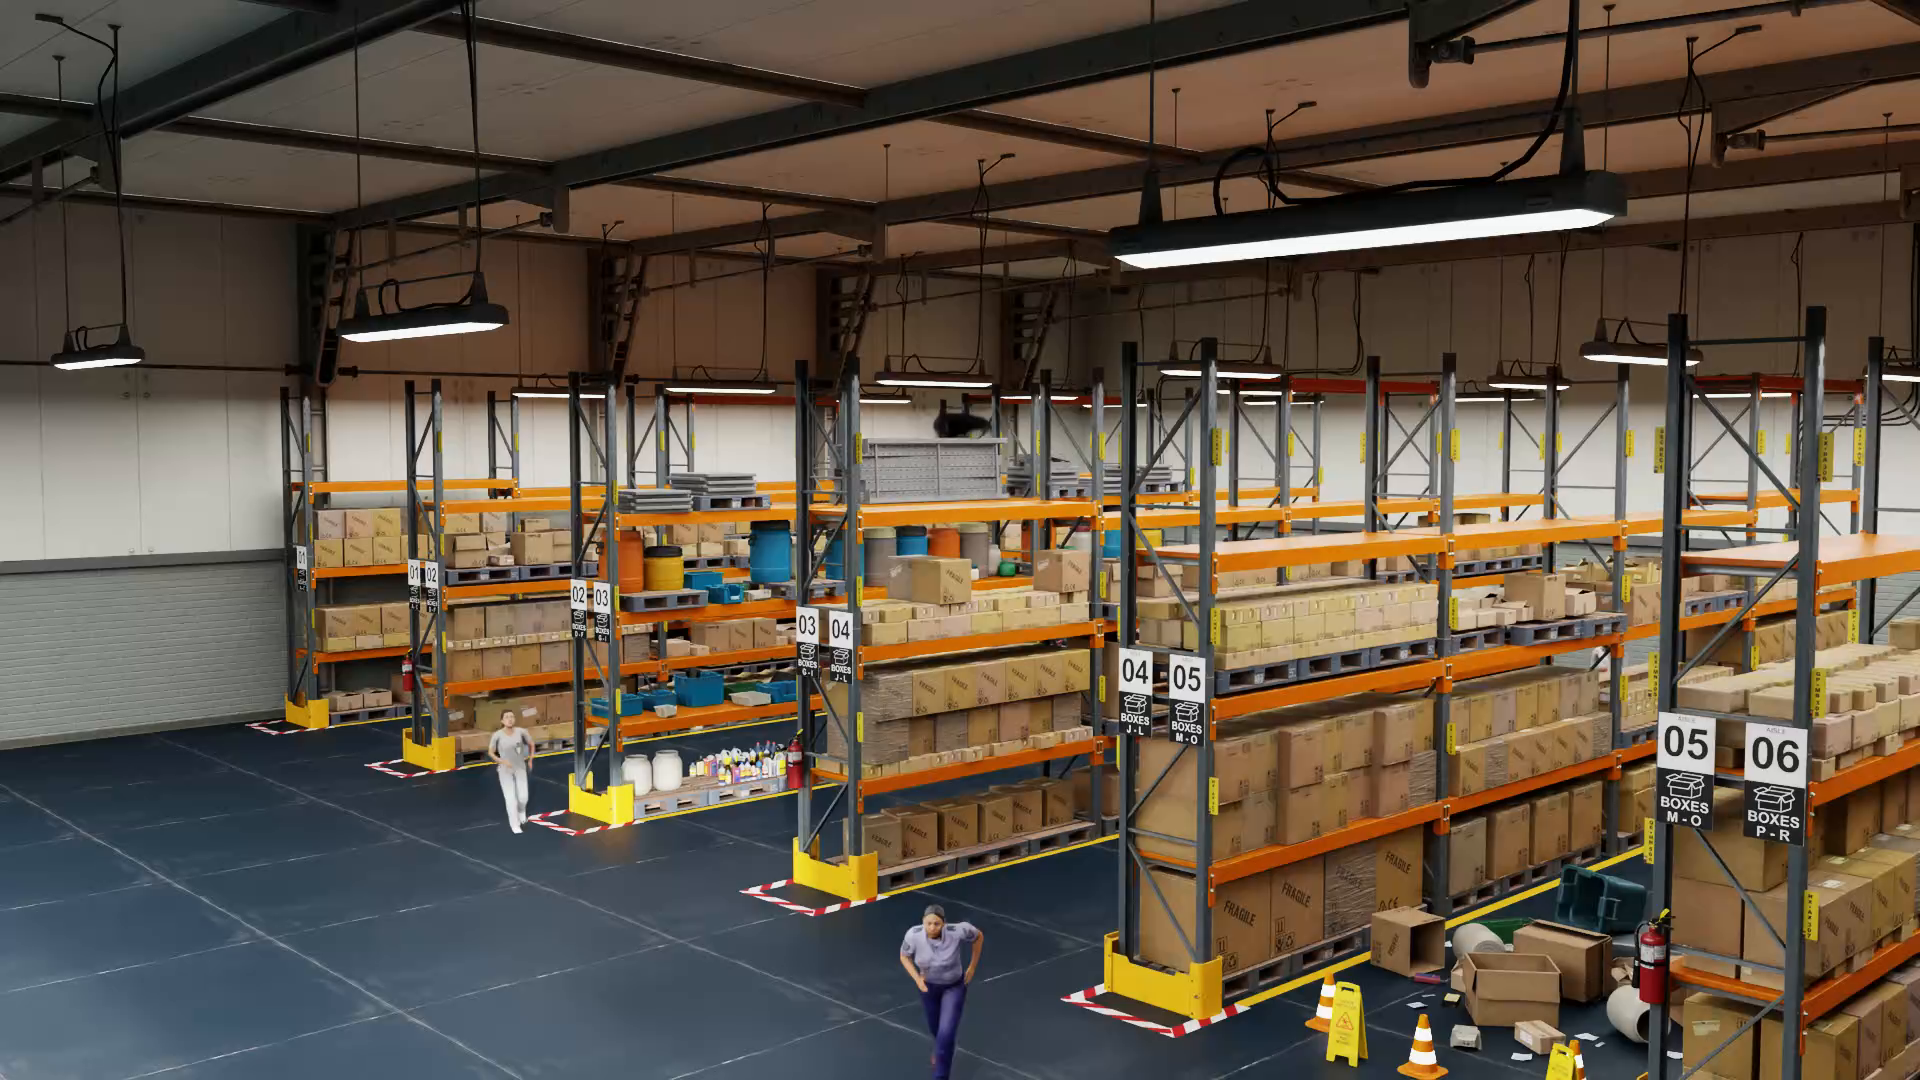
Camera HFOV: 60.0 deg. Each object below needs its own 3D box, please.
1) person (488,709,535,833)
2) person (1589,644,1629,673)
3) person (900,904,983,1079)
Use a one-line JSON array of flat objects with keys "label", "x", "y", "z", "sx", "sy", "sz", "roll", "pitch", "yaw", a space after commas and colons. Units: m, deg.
[{"label": "person", "x": -5.789, "y": 2.983, "z": 21.491, "sx": 0.591, "sy": 1.611, "sz": 0.534, "roll": -1, "pitch": 4, "yaw": -17}, {"label": "person", "x": 11.303, "y": 2.445, "z": 28.962, "sx": 0.668, "sy": 1.778, "sz": 0.861, "roll": 1, "pitch": 4, "yaw": 15}, {"label": "person", "x": -0.135, "y": 3.570, "z": 13.134, "sx": 0.648, "sy": 1.612, "sz": 0.968, "roll": 0, "pitch": 4, "yaw": 6}]
